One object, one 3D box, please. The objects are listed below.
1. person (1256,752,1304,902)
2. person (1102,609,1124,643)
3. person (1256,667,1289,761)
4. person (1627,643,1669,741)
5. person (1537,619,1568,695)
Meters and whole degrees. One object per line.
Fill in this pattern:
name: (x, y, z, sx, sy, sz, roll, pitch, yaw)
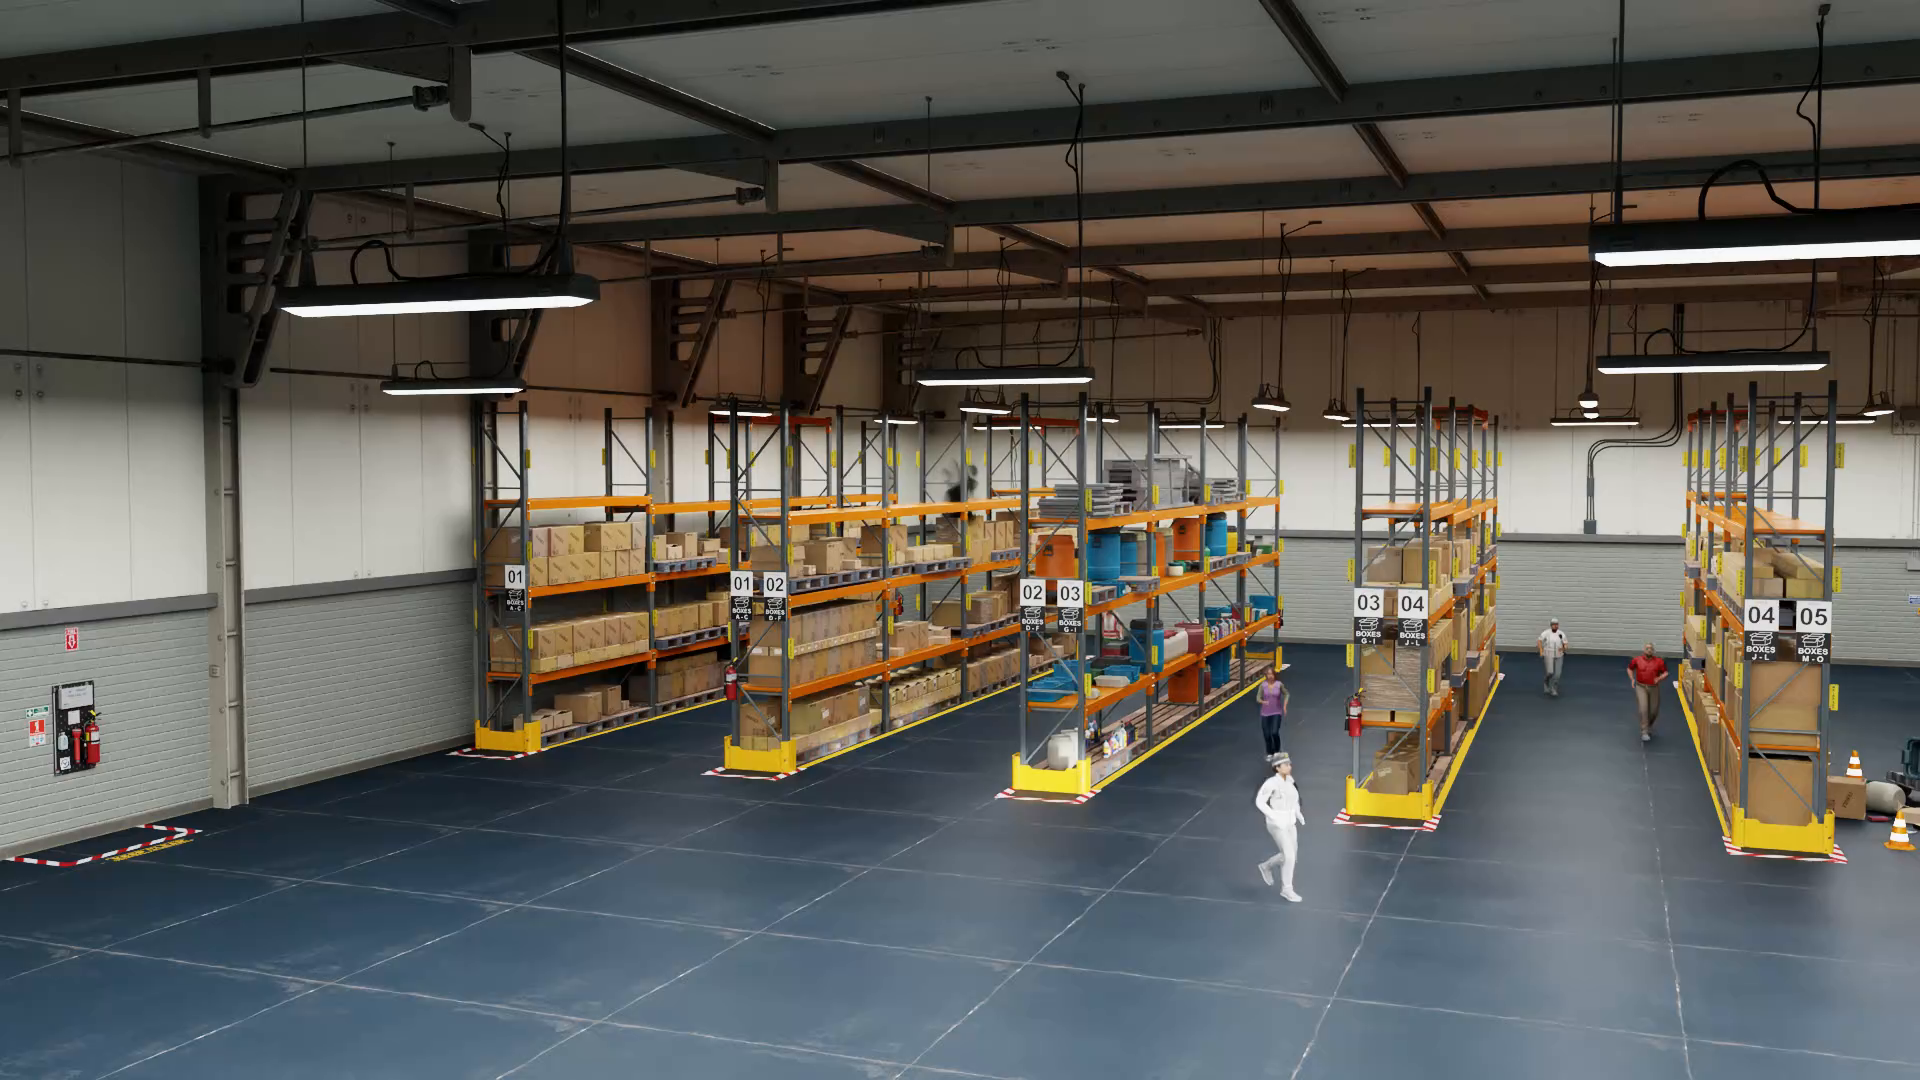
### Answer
person: (3.628, 3.246, 18.998, 0.627, 1.680, 0.656, -3, 4, -42)
person: (3.477, 2.267, 38.597, 0.642, 1.732, 0.633, 1, 3, 14)
person: (5.098, 2.875, 27.191, 0.510, 1.578, 0.644, 1, 3, 18)
person: (12.305, 2.694, 29.734, 0.684, 1.712, 0.772, 1, 3, 15)
person: (12.533, 2.474, 35.108, 0.594, 1.627, 0.582, 0, 3, 8)
